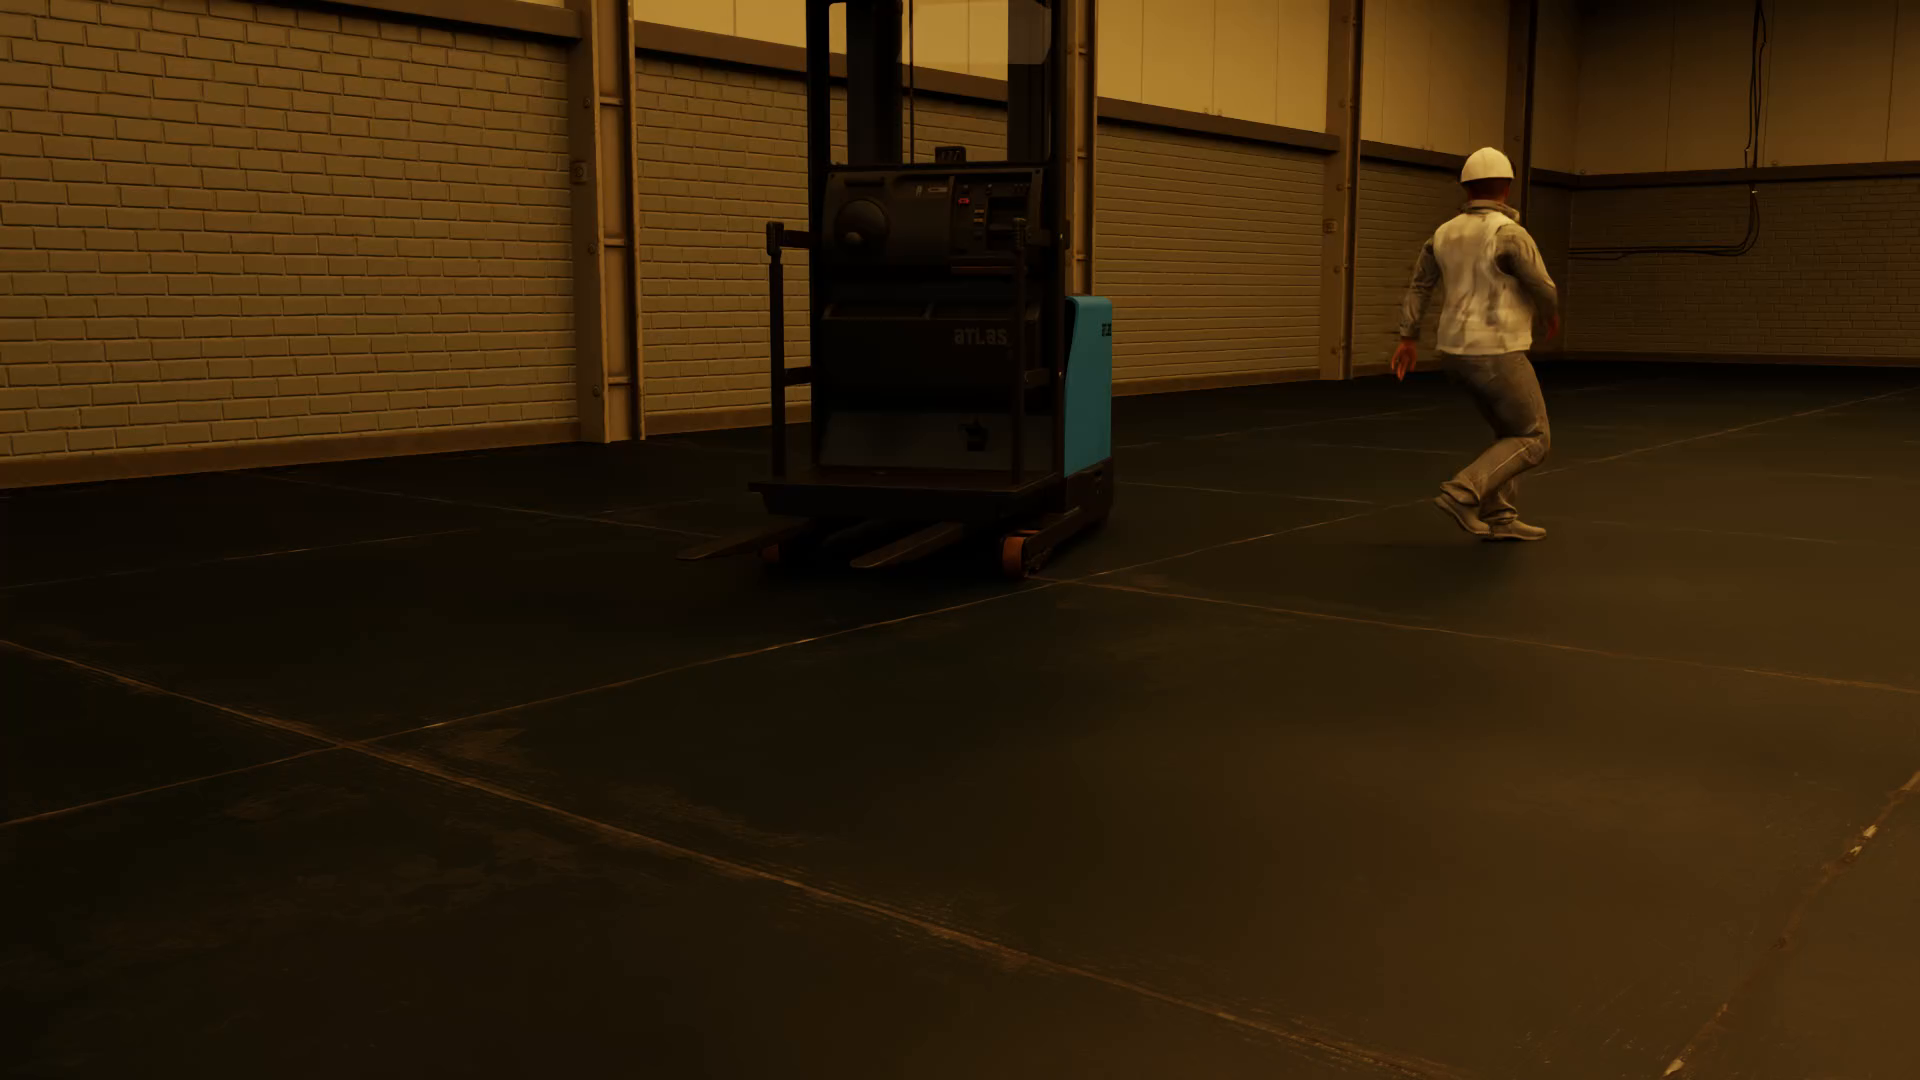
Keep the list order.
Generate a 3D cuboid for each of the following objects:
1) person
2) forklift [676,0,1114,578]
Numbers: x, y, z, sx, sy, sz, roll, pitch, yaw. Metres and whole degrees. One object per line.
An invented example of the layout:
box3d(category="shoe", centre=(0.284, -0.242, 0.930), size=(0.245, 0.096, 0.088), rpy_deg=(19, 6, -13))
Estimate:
box3d(category="person", centre=(2.311, -0.840, 7.274), size=(0.634, 1.710, 0.659), rpy_deg=(-2, 9, -12))
box3d(category="forklift", centre=(-0.176, -1.366, 6.616), size=(1.130, 2.935, 3.031), rpy_deg=(3, 9, 17))
